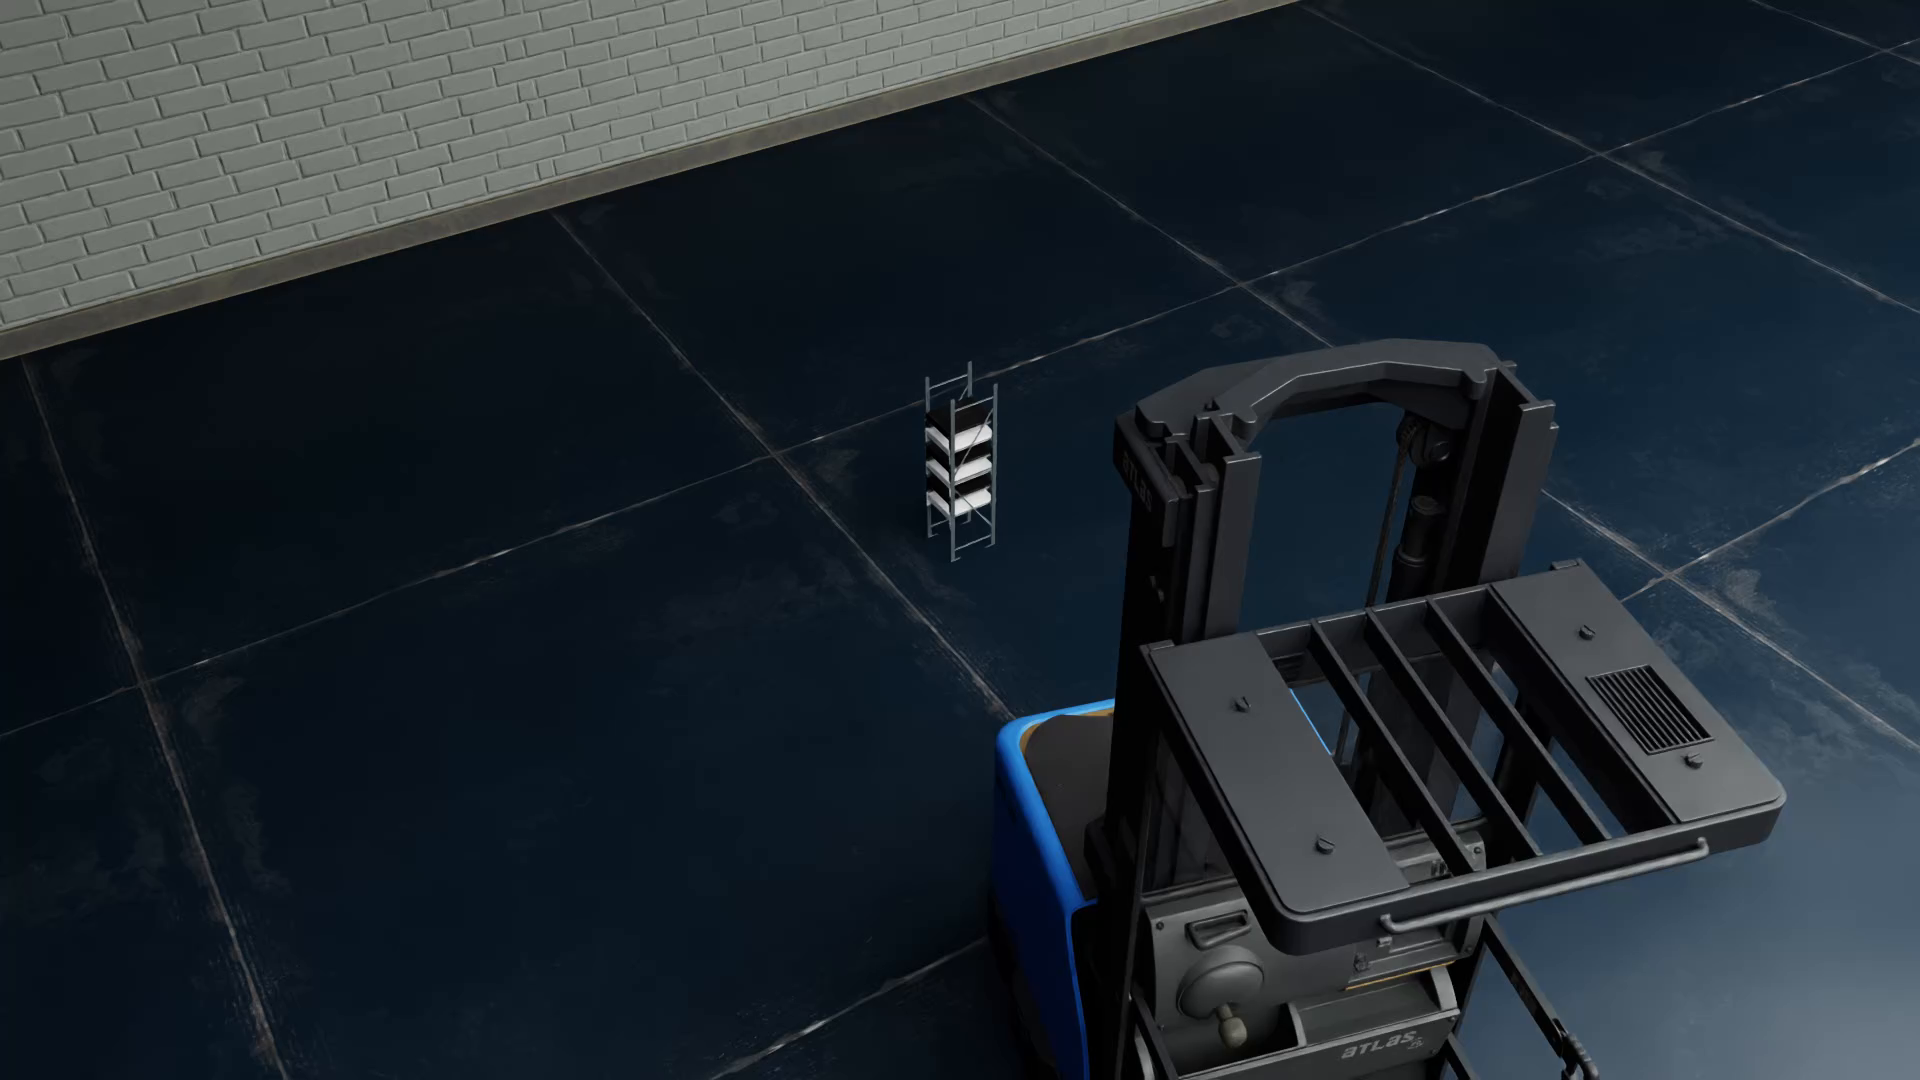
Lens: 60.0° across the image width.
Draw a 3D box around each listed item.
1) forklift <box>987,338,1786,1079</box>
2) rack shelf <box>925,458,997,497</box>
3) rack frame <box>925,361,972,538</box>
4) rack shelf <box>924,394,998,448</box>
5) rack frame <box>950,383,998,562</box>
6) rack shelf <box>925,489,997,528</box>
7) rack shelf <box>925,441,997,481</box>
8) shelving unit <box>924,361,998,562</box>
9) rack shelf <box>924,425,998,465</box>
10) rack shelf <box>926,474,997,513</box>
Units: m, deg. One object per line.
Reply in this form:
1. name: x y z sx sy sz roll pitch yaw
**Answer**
1. forklift: 0.989 1.110 4.128 1.130 2.935 3.031 -10 41 -12
2. rack shelf: 0.004 -0.316 7.478 0.258 0.077 0.200 -22 45 -24
3. rack frame: -0.050 -0.396 7.523 0.240 0.900 0.006 -22 45 -24
4. rack shelf: 0.004 -0.523 7.305 0.258 0.077 0.200 -22 45 -24
5. rack frame: 0.059 -0.286 7.391 0.240 0.900 0.006 -22 45 -24
6. rack shelf: 0.004 -0.177 7.593 0.258 0.077 0.200 -22 45 -24
7. rack shelf: 0.004 -0.385 7.420 0.258 0.077 0.200 -22 45 -24
8. shelving unit: 0.004 -0.341 7.457 0.258 0.900 0.210 -22 45 -24
9. rack shelf: 0.004 -0.454 7.363 0.258 0.077 0.200 -22 45 -24
10. rack shelf: 0.004 -0.247 7.536 0.258 0.077 0.200 -22 45 -24
